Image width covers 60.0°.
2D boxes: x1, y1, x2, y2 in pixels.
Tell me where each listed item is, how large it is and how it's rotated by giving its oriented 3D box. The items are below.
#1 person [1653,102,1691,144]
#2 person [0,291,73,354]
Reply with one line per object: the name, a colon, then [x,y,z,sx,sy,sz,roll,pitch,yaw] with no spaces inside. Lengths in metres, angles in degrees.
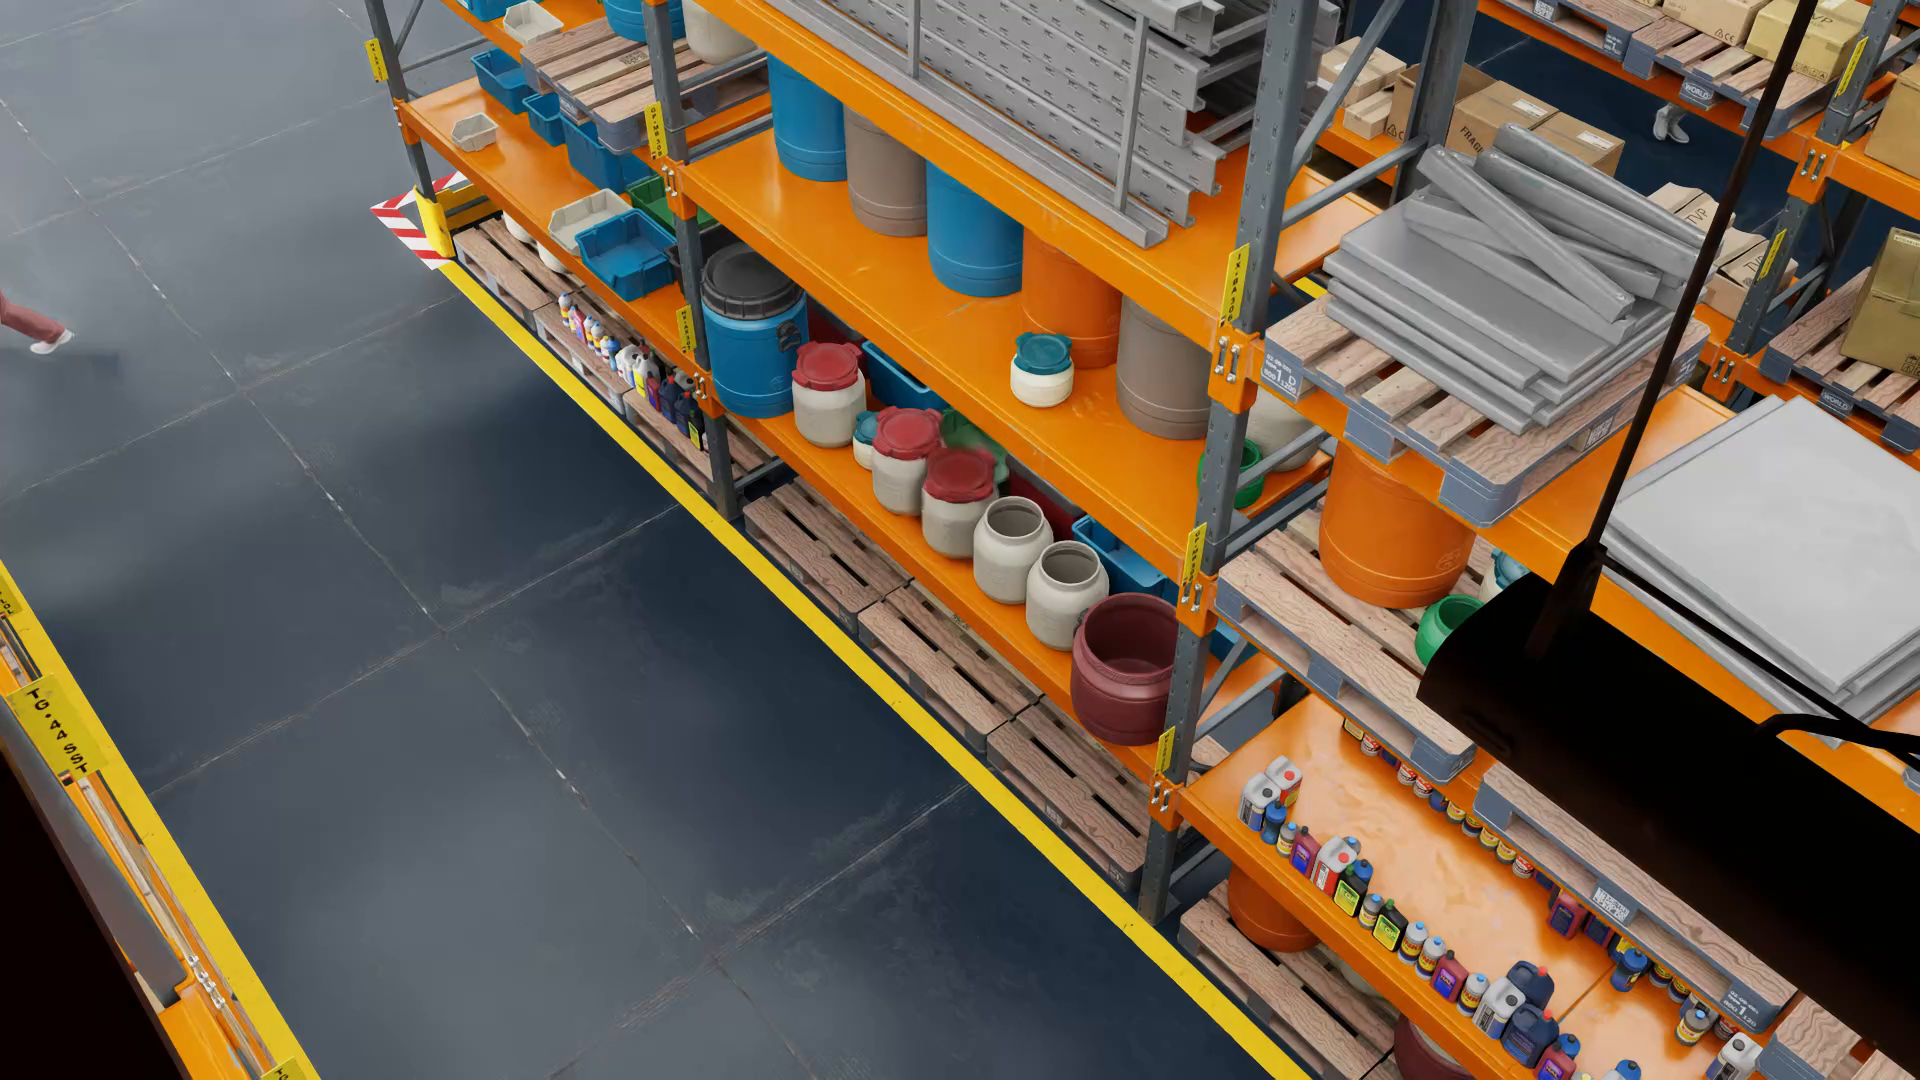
person: [6.161,-3.991,13.610,0.519,1.665,0.463,-21,50,-19]
person: [-7.013,-1.945,11.703,0.892,1.642,0.458,-22,50,-20]
